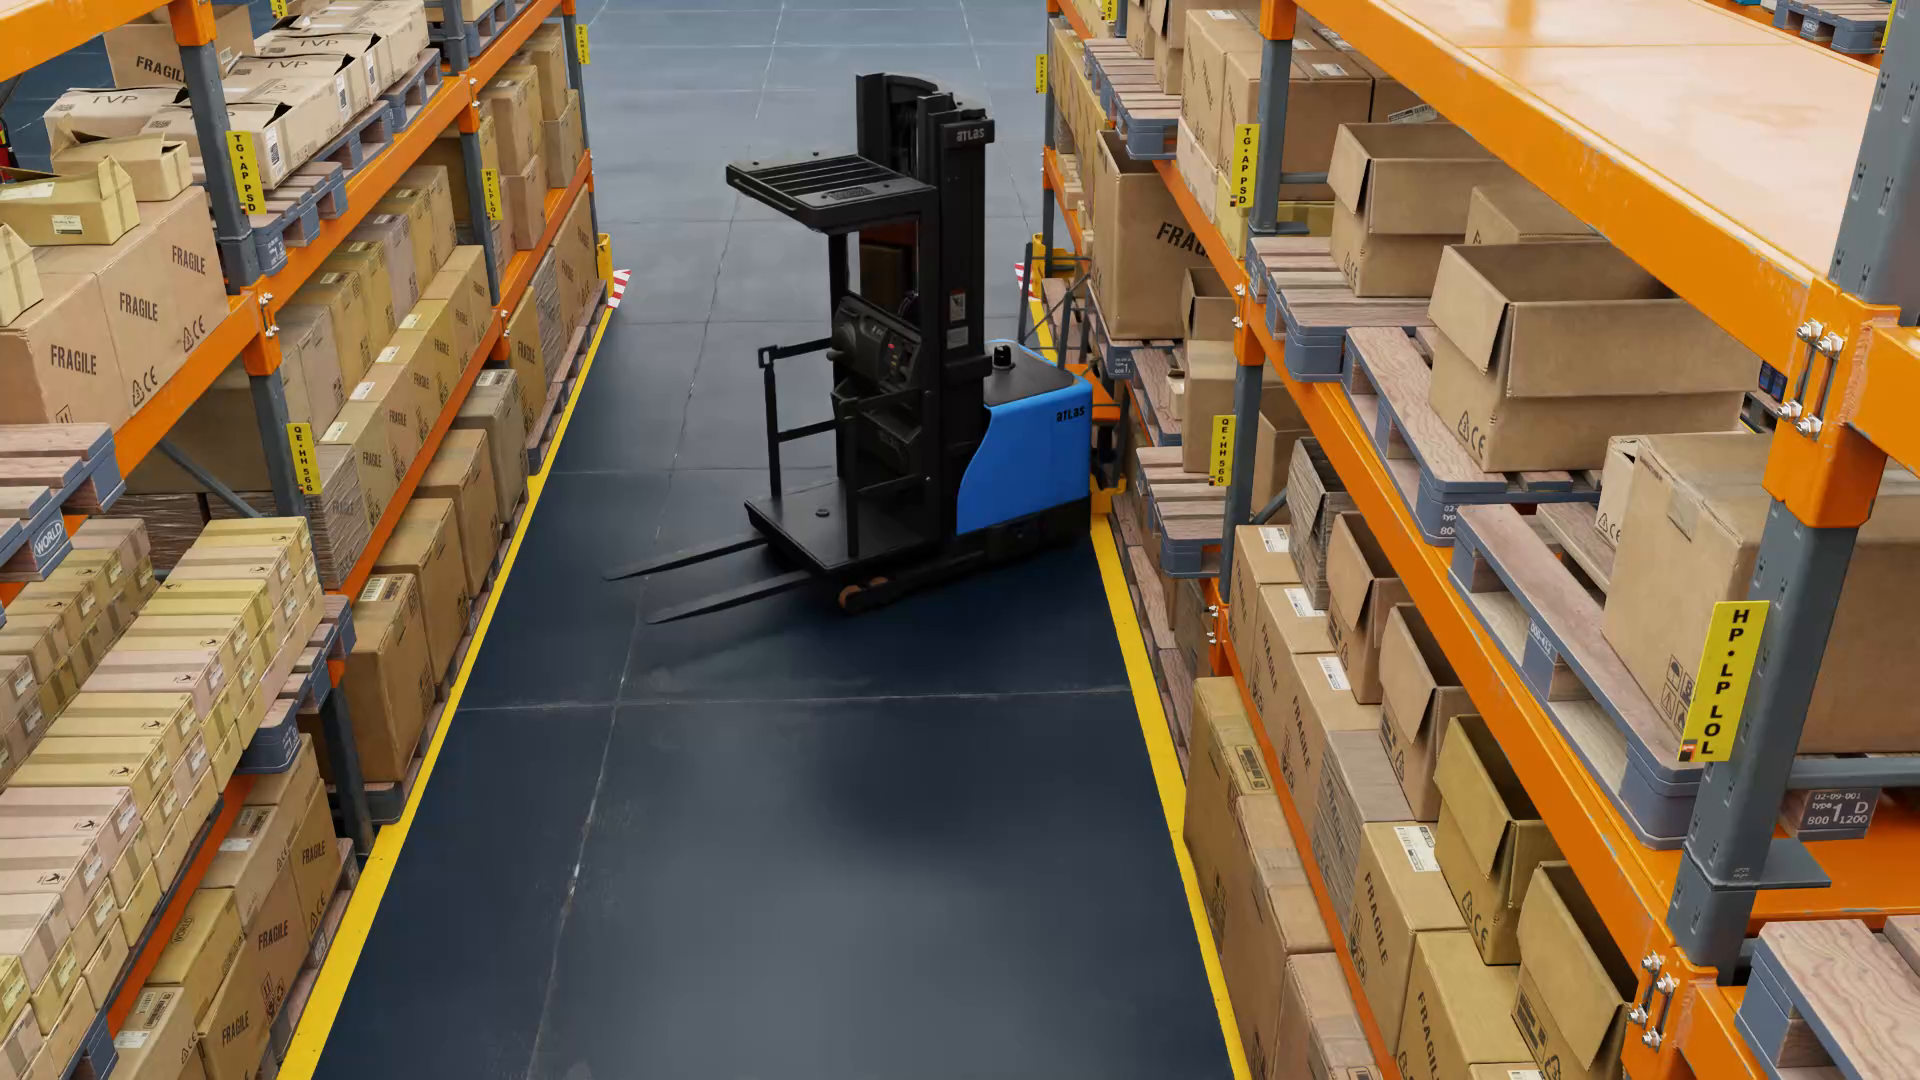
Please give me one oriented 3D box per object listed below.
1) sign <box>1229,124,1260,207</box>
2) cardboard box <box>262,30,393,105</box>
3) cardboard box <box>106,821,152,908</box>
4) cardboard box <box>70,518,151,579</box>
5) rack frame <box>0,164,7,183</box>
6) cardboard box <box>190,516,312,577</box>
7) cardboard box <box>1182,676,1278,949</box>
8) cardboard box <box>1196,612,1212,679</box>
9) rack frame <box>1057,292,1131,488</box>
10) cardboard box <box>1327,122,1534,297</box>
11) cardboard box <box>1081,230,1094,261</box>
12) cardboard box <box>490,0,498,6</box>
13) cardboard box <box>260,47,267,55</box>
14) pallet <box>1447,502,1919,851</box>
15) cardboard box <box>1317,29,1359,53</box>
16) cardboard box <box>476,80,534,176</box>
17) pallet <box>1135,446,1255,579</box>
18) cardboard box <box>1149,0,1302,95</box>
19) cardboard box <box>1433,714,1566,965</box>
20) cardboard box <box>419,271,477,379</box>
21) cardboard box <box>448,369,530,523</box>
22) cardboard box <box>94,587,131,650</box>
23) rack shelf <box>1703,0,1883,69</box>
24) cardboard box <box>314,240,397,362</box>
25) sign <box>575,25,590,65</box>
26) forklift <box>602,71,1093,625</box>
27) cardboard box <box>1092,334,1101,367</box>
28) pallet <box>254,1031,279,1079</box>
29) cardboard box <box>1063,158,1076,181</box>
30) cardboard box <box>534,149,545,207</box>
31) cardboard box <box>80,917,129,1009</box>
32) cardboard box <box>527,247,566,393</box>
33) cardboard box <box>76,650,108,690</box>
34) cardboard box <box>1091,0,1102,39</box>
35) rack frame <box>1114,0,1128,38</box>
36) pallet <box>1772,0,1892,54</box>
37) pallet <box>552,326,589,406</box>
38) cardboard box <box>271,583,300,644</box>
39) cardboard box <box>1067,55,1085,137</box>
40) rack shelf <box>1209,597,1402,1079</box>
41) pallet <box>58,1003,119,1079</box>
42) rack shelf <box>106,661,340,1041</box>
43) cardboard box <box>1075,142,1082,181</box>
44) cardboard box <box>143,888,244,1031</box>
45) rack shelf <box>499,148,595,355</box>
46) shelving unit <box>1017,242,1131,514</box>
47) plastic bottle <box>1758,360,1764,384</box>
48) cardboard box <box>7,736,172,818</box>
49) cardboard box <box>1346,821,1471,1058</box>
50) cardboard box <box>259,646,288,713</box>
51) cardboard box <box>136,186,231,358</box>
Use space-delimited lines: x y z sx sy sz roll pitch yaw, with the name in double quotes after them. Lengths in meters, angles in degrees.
1.117 -1.464 6.511 0.100 0.325 0.005 -1 28 -3 "sign"
-3.197 -2.408 8.414 0.500 0.311 0.500 -2 28 -5 "cardboard box"
-2.725 0.998 5.089 0.380 0.149 0.250 -2 28 -4 "cardboard box"
-3.469 0.037 6.609 0.380 0.149 0.250 -1 28 -3 "cardboard box"
-8.655 -3.372 13.972 1.000 3.000 0.127 -1 28 -3 "rack frame"
-2.816 0.033 6.618 0.380 0.149 0.250 -2 28 -5 "cardboard box"
1.674 1.158 7.130 1.225 0.875 0.875 -3 28 -5 "cardboard box"
1.604 0.687 8.416 0.700 0.500 0.500 -3 28 -5 "cardboard box"
0.836 -0.855 10.591 0.500 1.500 0.032 -2 28 -12 "rack frame"
1.763 -1.199 5.996 0.797 0.503 0.637 0 28 0 "cardboard box"
1.064 -2.091 11.786 0.380 0.149 0.250 -1 28 -3 "cardboard box"
-3.215 -3.552 10.782 0.380 0.149 0.250 -1 28 -3 "cardboard box"
-3.622 -2.323 8.300 0.396 0.266 0.258 -1 28 -3 "cardboard box"
1.771 0.263 3.966 0.805 0.209 1.217 -2 28 -5 "pallet"
1.868 -1.971 7.392 0.500 0.500 0.500 -1 28 -2 "cardboard box"
-3.529 -2.912 11.759 0.875 0.550 0.550 -1 28 -3 "cardboard box"
1.515 -0.159 8.018 1.213 0.211 1.003 -1 28 -3 "pallet"
1.426 -2.672 8.820 0.797 0.503 0.637 0 28 -1 "cardboard box"
1.802 0.829 4.724 0.797 0.503 0.637 -1 28 -2 "cardboard box"
-3.188 -1.268 9.829 0.500 0.500 0.500 -2 28 -3 "cardboard box"
-3.386 -0.596 10.627 1.050 0.750 0.750 -2 28 -3 "cardboard box"
-3.459 0.303 6.422 0.380 0.149 0.250 0 28 0 "cardboard box"
6.292 -3.819 12.362 1.077 0.370 4.000 -1 28 -3 "rack shelf"
-3.397 -1.246 8.705 0.700 0.500 0.500 -2 28 -3 "cardboard box"
-3.175 -4.164 13.981 0.100 0.325 0.005 -1 28 -3 "sign"
-0.671 -1.139 9.765 3.031 2.935 1.130 -17 32 -29 "forklift"
1.321 -1.577 12.779 0.500 0.500 0.500 -4 28 -7 "cardboard box"
-3.200 2.315 6.083 1.003 0.211 1.213 -1 28 -3 "pallet"
1.044 -3.016 13.561 0.380 0.149 0.250 -1 28 -3 "cardboard box"
-3.629 -2.676 12.475 0.875 0.550 0.500 -1 28 -3 "cardboard box"
-2.707 1.258 4.911 0.380 0.149 0.250 -3 28 -5 "cardboard box"
-3.522 -1.644 12.501 0.875 0.875 0.875 -1 28 -2 "cardboard box"
-3.449 0.541 6.286 0.380 0.149 0.250 0 28 0 "cardboard box"
1.149 -3.474 11.085 0.500 0.250 0.500 -1 28 -1 "cardboard box"
1.450 -4.424 9.502 1.000 3.000 0.127 -1 28 -3 "rack frame"
6.261 -3.461 11.103 1.213 0.211 1.003 -1 28 -3 "pallet"
-3.537 -1.373 13.154 1.003 0.211 1.213 -1 28 -3 "pallet"
-2.803 0.290 6.447 0.380 0.149 0.250 0 28 -1 "cardboard box"
1.077 -3.278 12.280 0.500 0.500 0.500 -1 28 -3 "cardboard box"
1.763 1.325 5.743 1.077 0.370 4.000 -1 28 -3 "rack shelf"
-2.985 1.732 4.393 1.003 0.211 1.213 -1 28 -3 "pallet"
-3.195 1.399 5.603 1.077 0.370 4.000 -1 28 -3 "rack shelf"
1.371 -3.073 12.969 0.875 0.500 0.500 -1 28 -3 "cardboard box"
-2.954 1.523 6.024 0.500 0.250 0.500 -1 28 -1 "cardboard box"
-3.613 -2.296 12.686 1.077 0.370 4.000 -1 28 -3 "rack shelf"
0.737 -1.084 11.024 0.587 1.500 1.083 -2 28 -12 "shelving unit"
6.015 -1.328 12.514 0.061 0.283 0.133 0 28 1 "plastic bottle"
-2.738 0.750 5.242 0.380 0.149 0.250 -1 28 -1 "cardboard box"
1.517 1.207 5.085 0.500 0.500 0.500 -2 28 -3 "cardboard box"
-2.790 0.531 6.305 0.380 0.149 0.250 -1 28 -2 "cardboard box"
-3.016 -0.961 5.997 0.500 0.500 0.500 -1 28 -3 "cardboard box"
